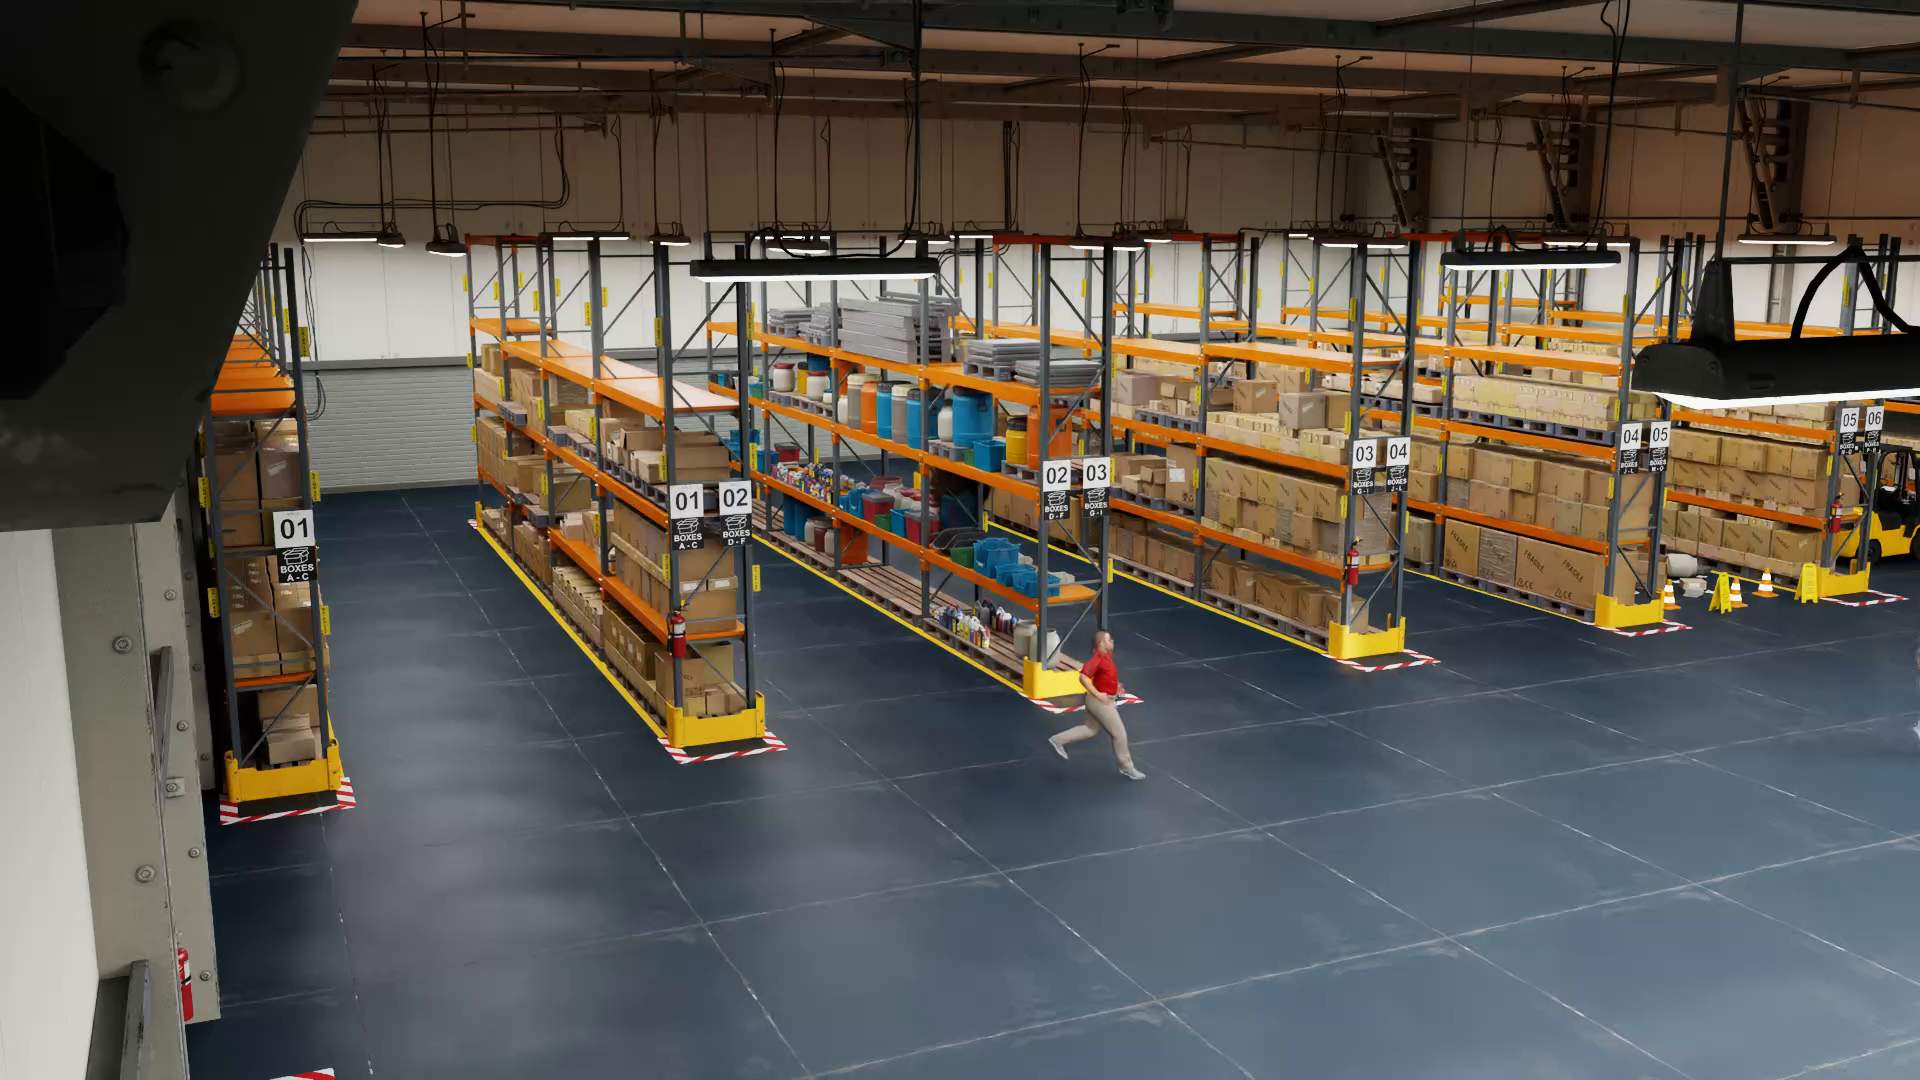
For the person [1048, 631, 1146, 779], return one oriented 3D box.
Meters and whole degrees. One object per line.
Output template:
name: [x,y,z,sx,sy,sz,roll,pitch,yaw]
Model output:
person: [1.578,1.888,19.037,1.127,1.729,0.632,0,11,-1]
